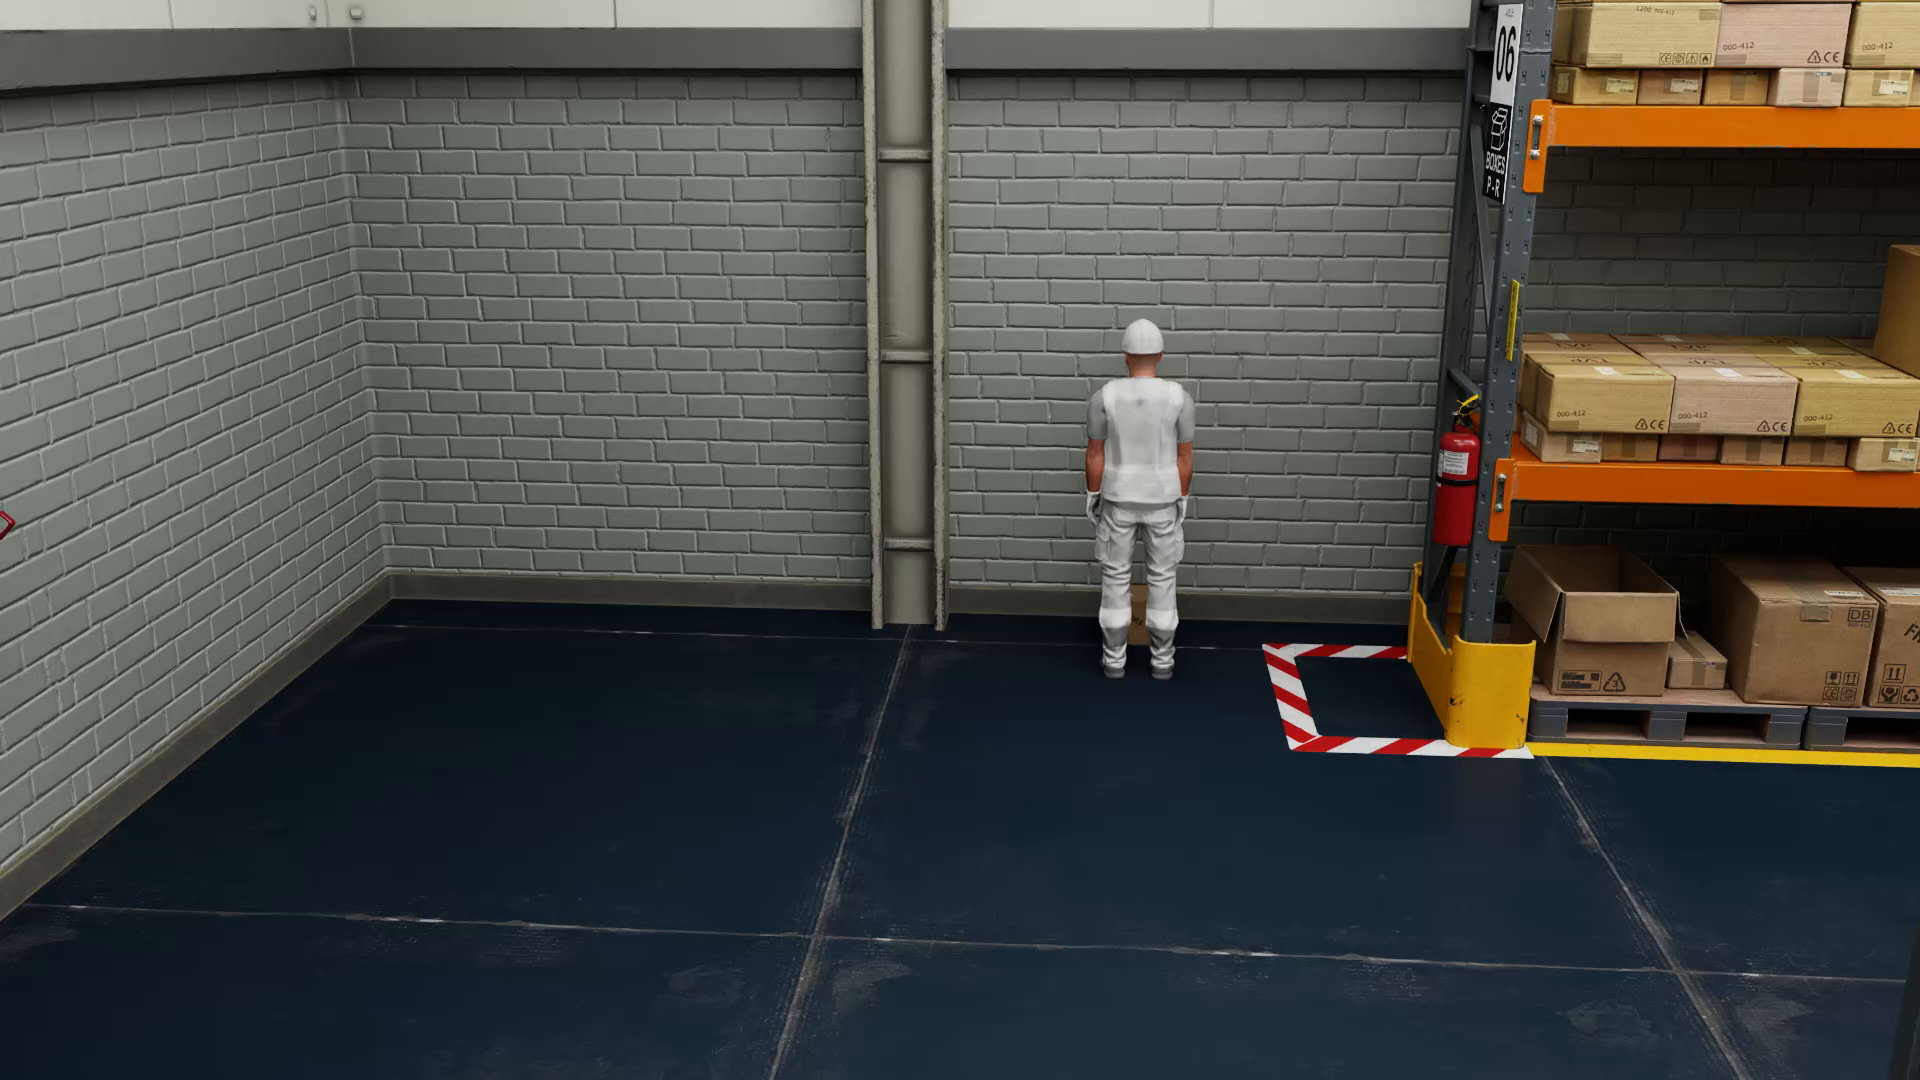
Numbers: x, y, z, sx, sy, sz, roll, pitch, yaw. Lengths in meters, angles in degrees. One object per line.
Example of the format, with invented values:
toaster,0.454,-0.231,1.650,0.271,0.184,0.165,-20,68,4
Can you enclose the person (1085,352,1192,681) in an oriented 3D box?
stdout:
person,0.867,-0.169,8.132,0.518,1.737,0.340,2,17,5
